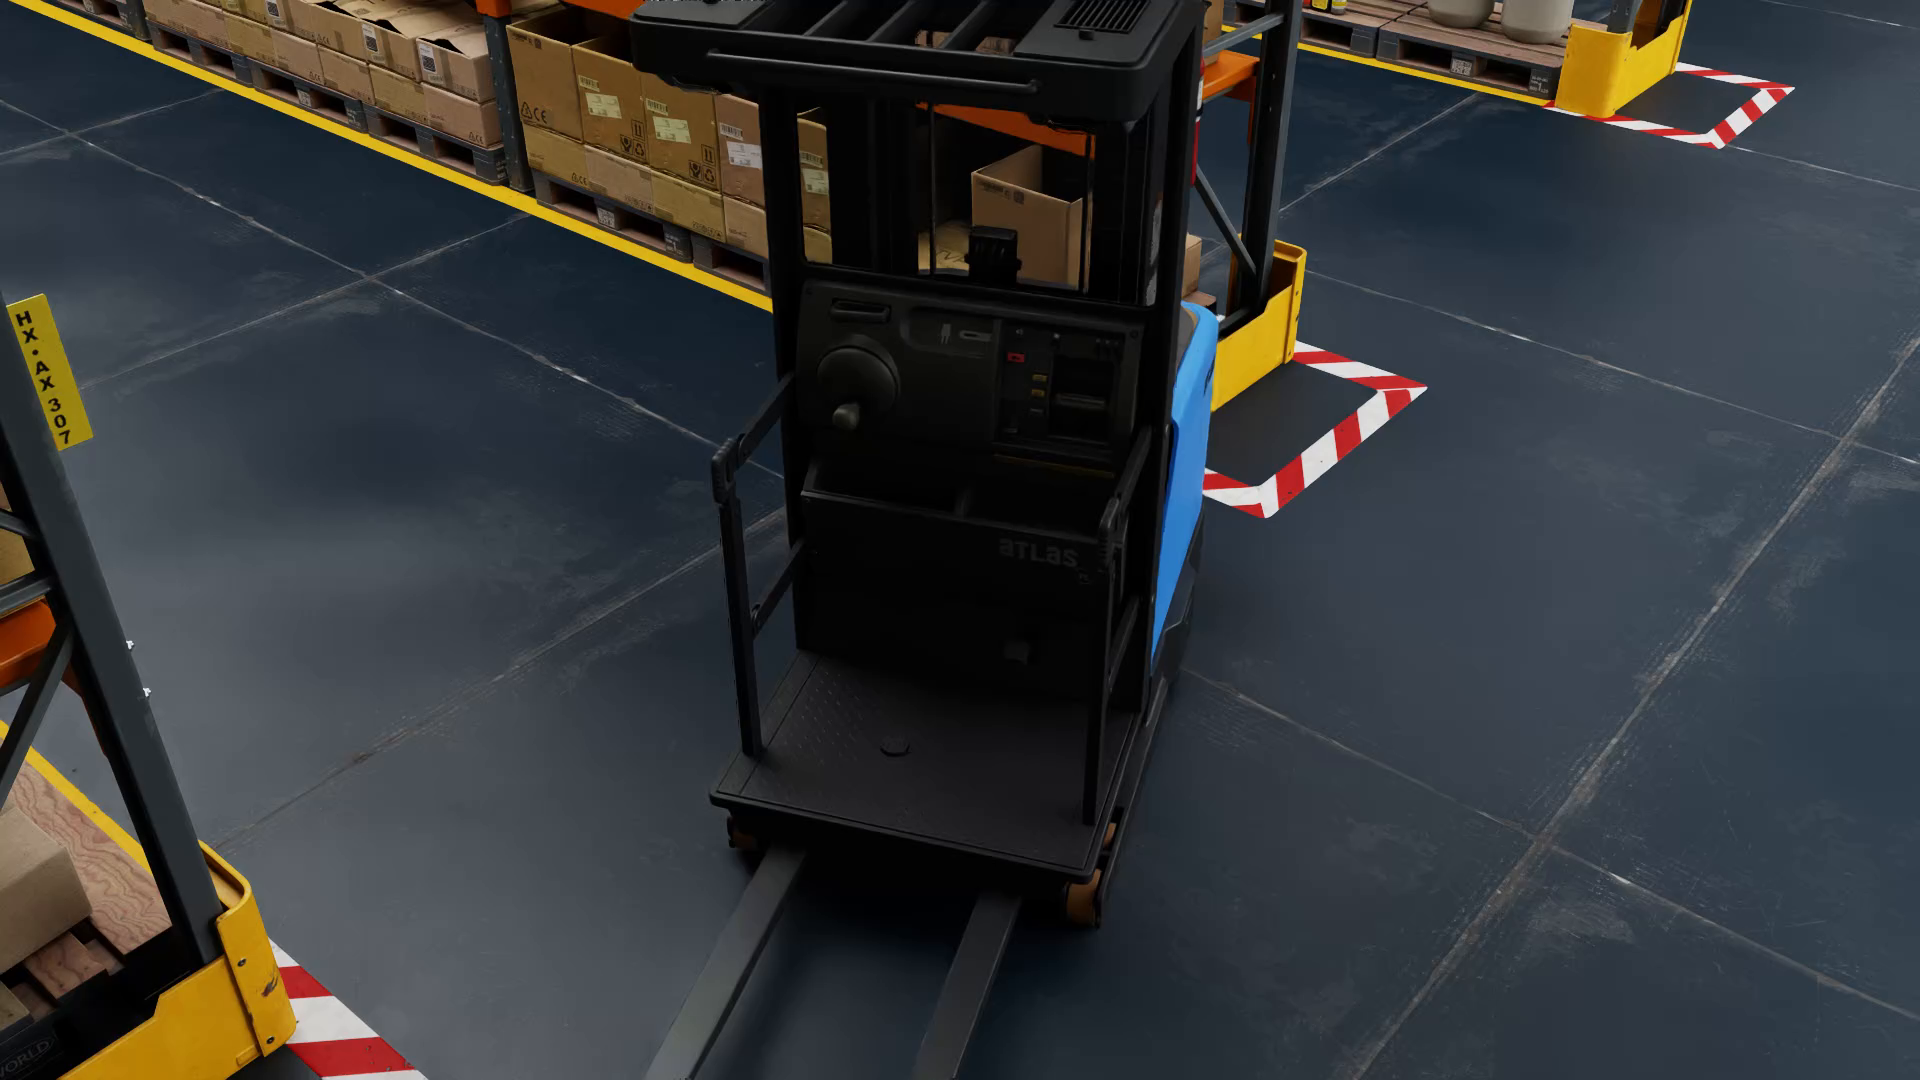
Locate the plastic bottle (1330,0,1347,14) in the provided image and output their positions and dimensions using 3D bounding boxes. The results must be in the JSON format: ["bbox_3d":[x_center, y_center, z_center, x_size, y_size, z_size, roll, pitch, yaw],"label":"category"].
[{"bbox_3d":[2.478,-3.546,10.847,0.097,0.201,0.097,0,34,0],"label":"plastic bottle"}]

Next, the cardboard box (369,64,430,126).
[{"bbox_3d":[-2.968,-2.586,9.424,0.500,0.250,0.500,25,41,31],"label":"cardboard box"}]

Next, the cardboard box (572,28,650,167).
[{"bbox_3d":[-1.531,-2.205,8.207,0.500,0.500,0.500,25,42,32],"label":"cardboard box"}]

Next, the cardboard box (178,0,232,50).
[{"bbox_3d":[-4.549,-3.328,10.504,0.500,0.250,0.500,24,41,31],"label":"cardboard box"}]

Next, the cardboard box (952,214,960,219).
[{"bbox_3d":[-0.043,-1.581,7.961,0.500,0.250,0.500,25,42,32],"label":"cardboard box"}]

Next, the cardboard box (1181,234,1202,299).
[{"bbox_3d":[0.728,-1.220,7.435,0.500,0.250,0.500,25,42,32],"label":"cardboard box"}]

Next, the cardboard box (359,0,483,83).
[{"bbox_3d":[-2.975,-2.817,9.265,0.500,0.311,0.500,27,42,33],"label":"cardboard box"}]

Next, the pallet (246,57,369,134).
[{"bbox_3d":[-3.609,-2.881,10.258,1.213,0.211,1.003,25,42,32],"label":"pallet"}]

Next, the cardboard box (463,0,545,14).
[{"bbox_3d":[-2.616,-3.051,9.606,0.500,0.311,0.500,25,42,31],"label":"cardboard box"}]

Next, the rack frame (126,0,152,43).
[{"bbox_3d":[-5.150,-4.787,10.571,0.127,3.000,1.000,25,42,32],"label":"rack frame"}]

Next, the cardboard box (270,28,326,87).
[{"bbox_3d":[-3.752,-2.956,9.963,0.500,0.250,0.500,26,42,33],"label":"cardboard box"}]

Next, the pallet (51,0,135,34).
[{"bbox_3d":[-5.700,-3.925,11.779,1.213,0.211,1.003,25,42,32],"label":"pallet"}]

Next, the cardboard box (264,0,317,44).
[{"bbox_3d":[-3.741,-3.182,9.797,0.500,0.311,0.500,25,41,31],"label":"cardboard box"}]

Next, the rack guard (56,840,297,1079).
[{"bbox_3d":[-2.227,1.270,3.960,0.348,0.500,1.175,25,42,32],"label":"rack guard"}]

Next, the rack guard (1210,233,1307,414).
[{"bbox_3d":[1.016,-0.851,7.047,0.348,0.500,1.175,25,42,32],"label":"rack guard"}]

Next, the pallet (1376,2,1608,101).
[{"bbox_3d":[3.461,-3.198,10.720,1.213,0.211,1.003,25,42,32],"label":"pallet"}]

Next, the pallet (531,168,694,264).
[{"bbox_3d":[-1.492,-1.883,8.805,1.213,0.211,1.003,25,42,32],"label":"pallet"}]

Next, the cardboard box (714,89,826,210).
[{"bbox_3d":[-0.766,-1.841,7.676,0.500,0.500,0.500,25,42,32],"label":"cardboard box"}]

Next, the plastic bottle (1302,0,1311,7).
[{"bbox_3d":[2.302,-3.680,10.976,0.135,0.276,0.152,26,42,32],"label":"plastic bottle"}]

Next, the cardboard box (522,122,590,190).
[{"bbox_3d":[-1.914,-2.078,8.685,0.500,0.250,0.500,25,42,32],"label":"cardboard box"}]

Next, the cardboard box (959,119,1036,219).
[{"bbox_3d":[0.343,-1.710,7.486,0.500,0.500,0.500,25,42,32],"label":"cardboard box"}]

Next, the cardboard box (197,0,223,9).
[{"bbox_3d":[-4.527,-3.554,10.338,0.500,0.311,0.500,24,41,31],"label":"cardboard box"}]

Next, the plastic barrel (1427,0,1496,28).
[{"bbox_3d":[3.230,-3.578,10.637,0.421,0.512,0.421,0,34,0],"label":"plastic barrel"}]

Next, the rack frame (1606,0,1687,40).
[{"bbox_3d":[4.170,-4.043,9.488,0.127,3.000,1.000,25,42,32],"label":"rack frame"}]

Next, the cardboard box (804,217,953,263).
[{"bbox_3d":[-0.381,-1.351,7.626,0.500,0.250,0.500,25,42,32],"label":"cardboard box"}]

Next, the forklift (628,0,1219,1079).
[{"bbox_3d":[-0.045,-0.380,4.214,1.130,2.935,3.031,10,36,14],"label":"forklift"}]

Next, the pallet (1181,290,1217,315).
[{"bbox_3d":[0.383,-0.999,7.518,1.213,0.211,1.003,25,42,32],"label":"pallet"}]

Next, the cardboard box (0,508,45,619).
[{"bbox_3d":[-2.341,0.006,3.707,0.500,0.250,0.500,24,41,31],"label":"cardboard box"}]

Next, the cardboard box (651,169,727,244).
[{"bbox_3d":[-1.152,-1.712,8.151,0.500,0.250,0.500,25,42,32],"label":"cardboard box"}]

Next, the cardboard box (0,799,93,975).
[{"bbox_3d":[-2.643,0.904,4.270,0.500,0.311,0.500,20,39,27],"label":"cardboard box"}]

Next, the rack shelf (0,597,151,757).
[{"bbox_3d":[-3.706,-0.161,4.470,4.000,0.370,1.077,25,42,32],"label":"rack shelf"}]

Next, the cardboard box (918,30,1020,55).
[{"bbox_3d":[0.241,-2.294,6.852,0.500,0.500,0.700,26,42,33],"label":"cardboard box"}]

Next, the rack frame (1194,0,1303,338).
[{"bbox_3d":[0.998,-1.890,6.352,0.127,3.000,1.000,25,42,32],"label":"rack frame"}]

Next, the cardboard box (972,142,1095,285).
[{"bbox_3d":[0.395,-1.303,6.894,0.500,0.500,0.500,25,42,32],"label":"cardboard box"}]
